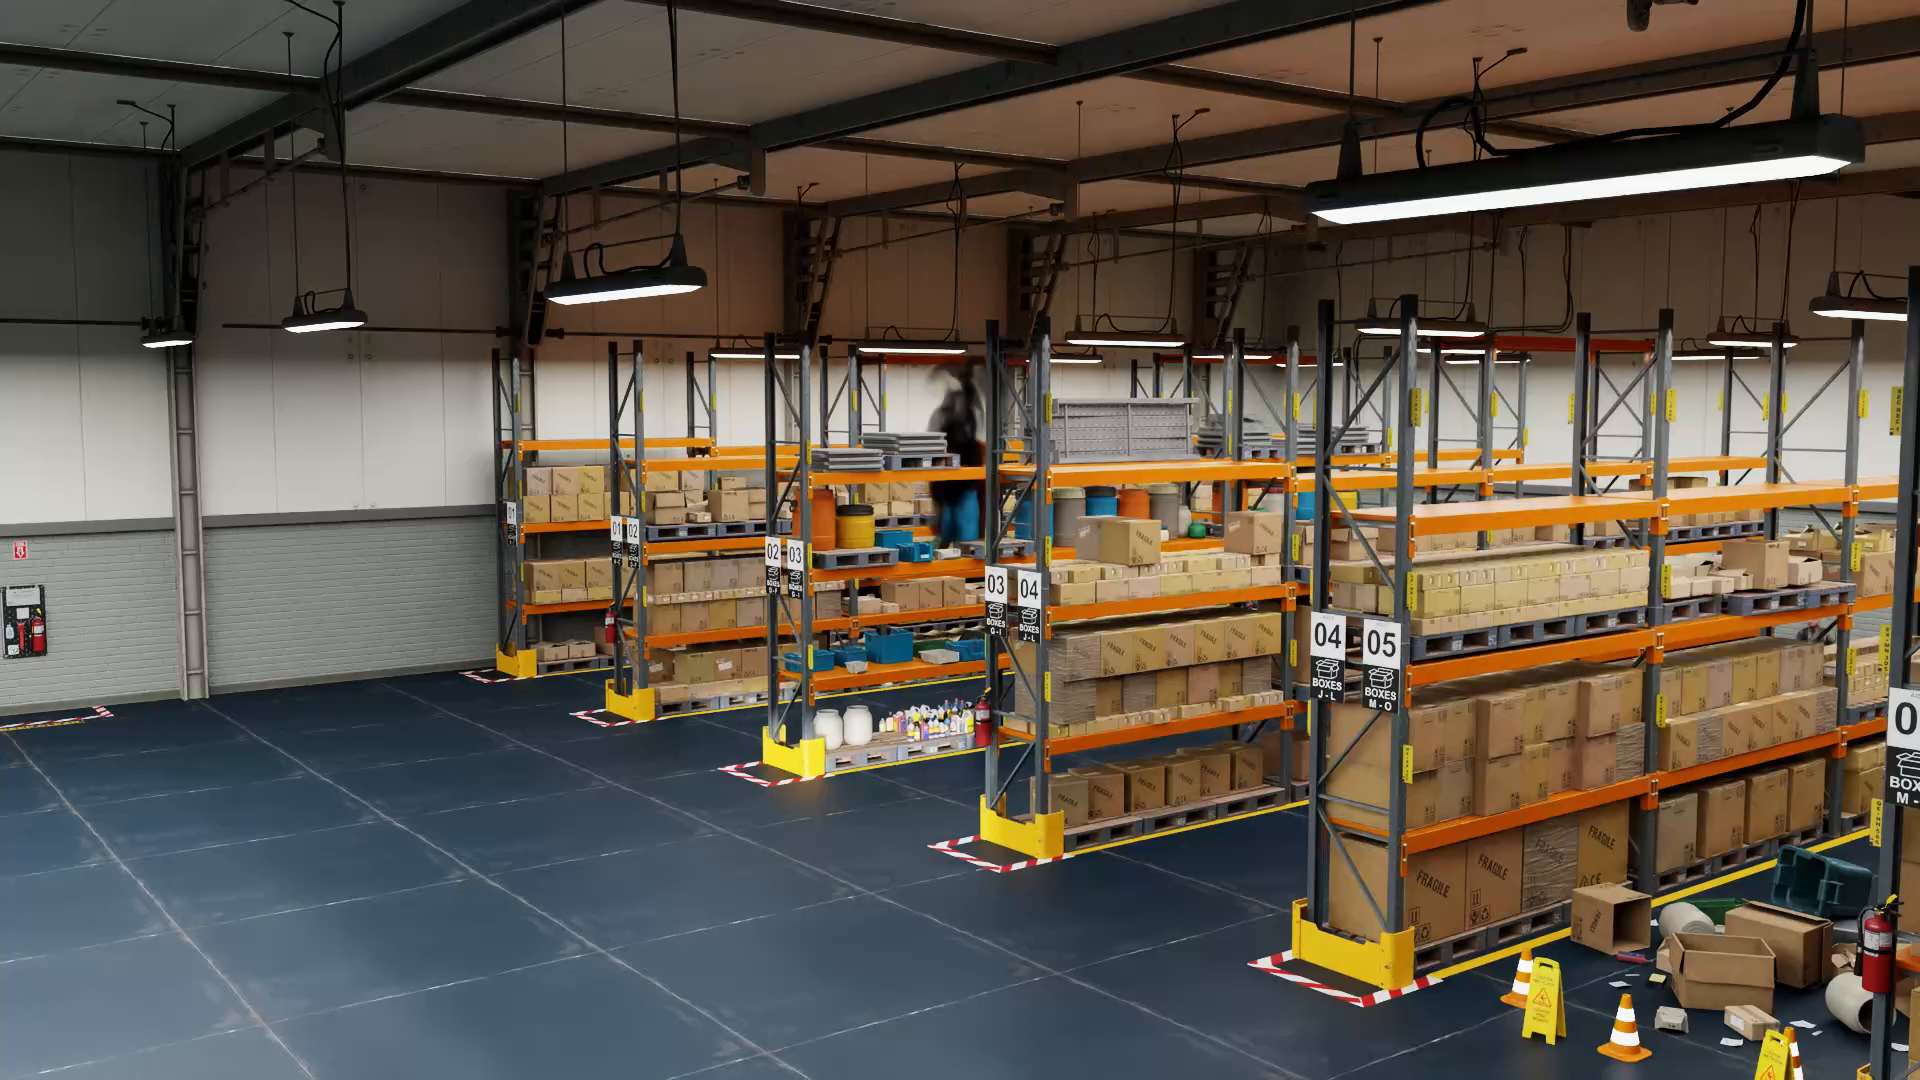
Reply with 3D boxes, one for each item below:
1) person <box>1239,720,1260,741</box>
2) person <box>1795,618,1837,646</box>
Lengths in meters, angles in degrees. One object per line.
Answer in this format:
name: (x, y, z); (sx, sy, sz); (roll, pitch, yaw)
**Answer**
person: (3.992, 1.971, 23.334); (0.857, 1.779, 0.668); (-5, 7, -42)
person: (13.583, 2.011, 26.446); (0.721, 1.699, 0.684); (4, 7, 41)
